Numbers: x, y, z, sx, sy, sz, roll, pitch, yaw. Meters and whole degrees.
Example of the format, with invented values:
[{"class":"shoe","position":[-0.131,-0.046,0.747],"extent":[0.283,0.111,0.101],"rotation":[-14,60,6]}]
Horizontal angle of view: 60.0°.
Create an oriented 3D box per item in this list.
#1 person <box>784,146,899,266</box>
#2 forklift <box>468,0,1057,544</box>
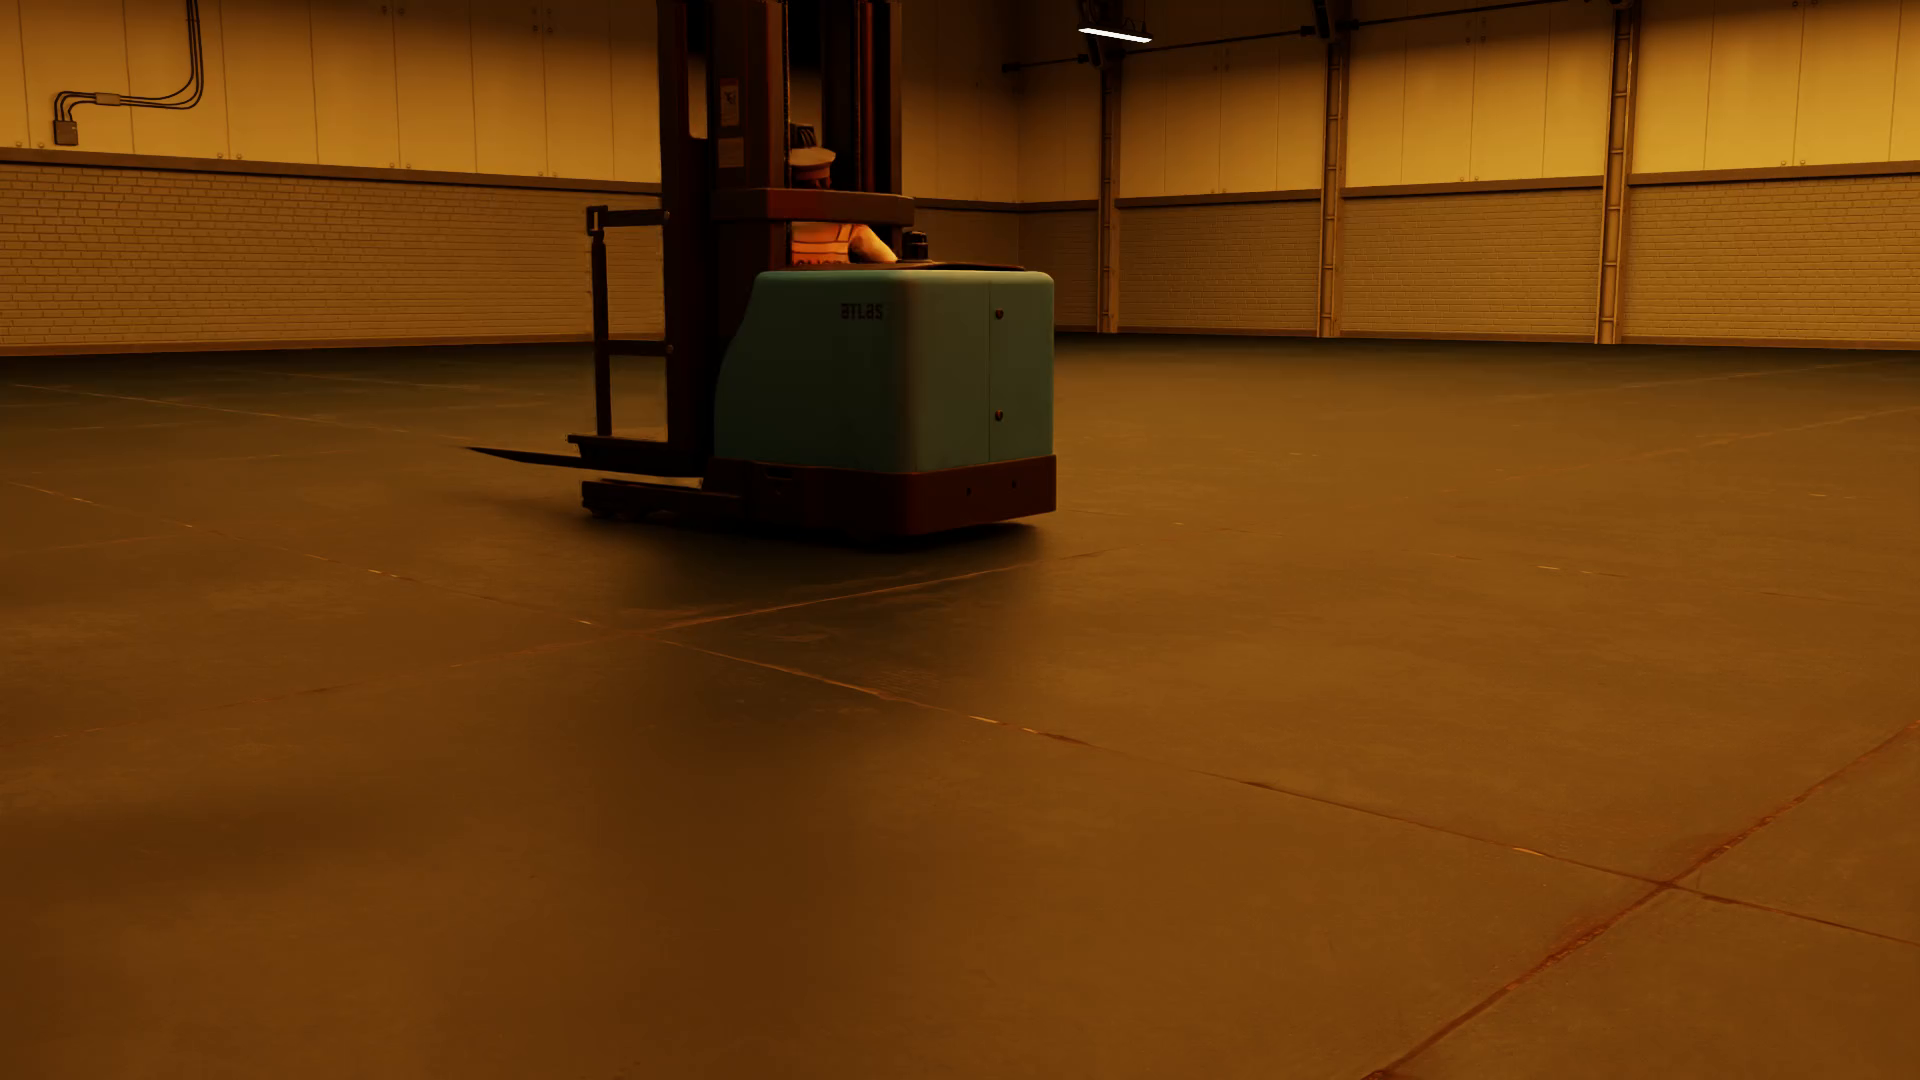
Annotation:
[{"class":"person","position":[-0.654,-0.894,7.278],"extent":[0.835,1.619,0.580],"rotation":[-1,9,-7]},{"class":"forklift","position":[-1.060,-1.589,7.424],"extent":[3.031,2.935,1.130],"rotation":[7,11,38]}]
